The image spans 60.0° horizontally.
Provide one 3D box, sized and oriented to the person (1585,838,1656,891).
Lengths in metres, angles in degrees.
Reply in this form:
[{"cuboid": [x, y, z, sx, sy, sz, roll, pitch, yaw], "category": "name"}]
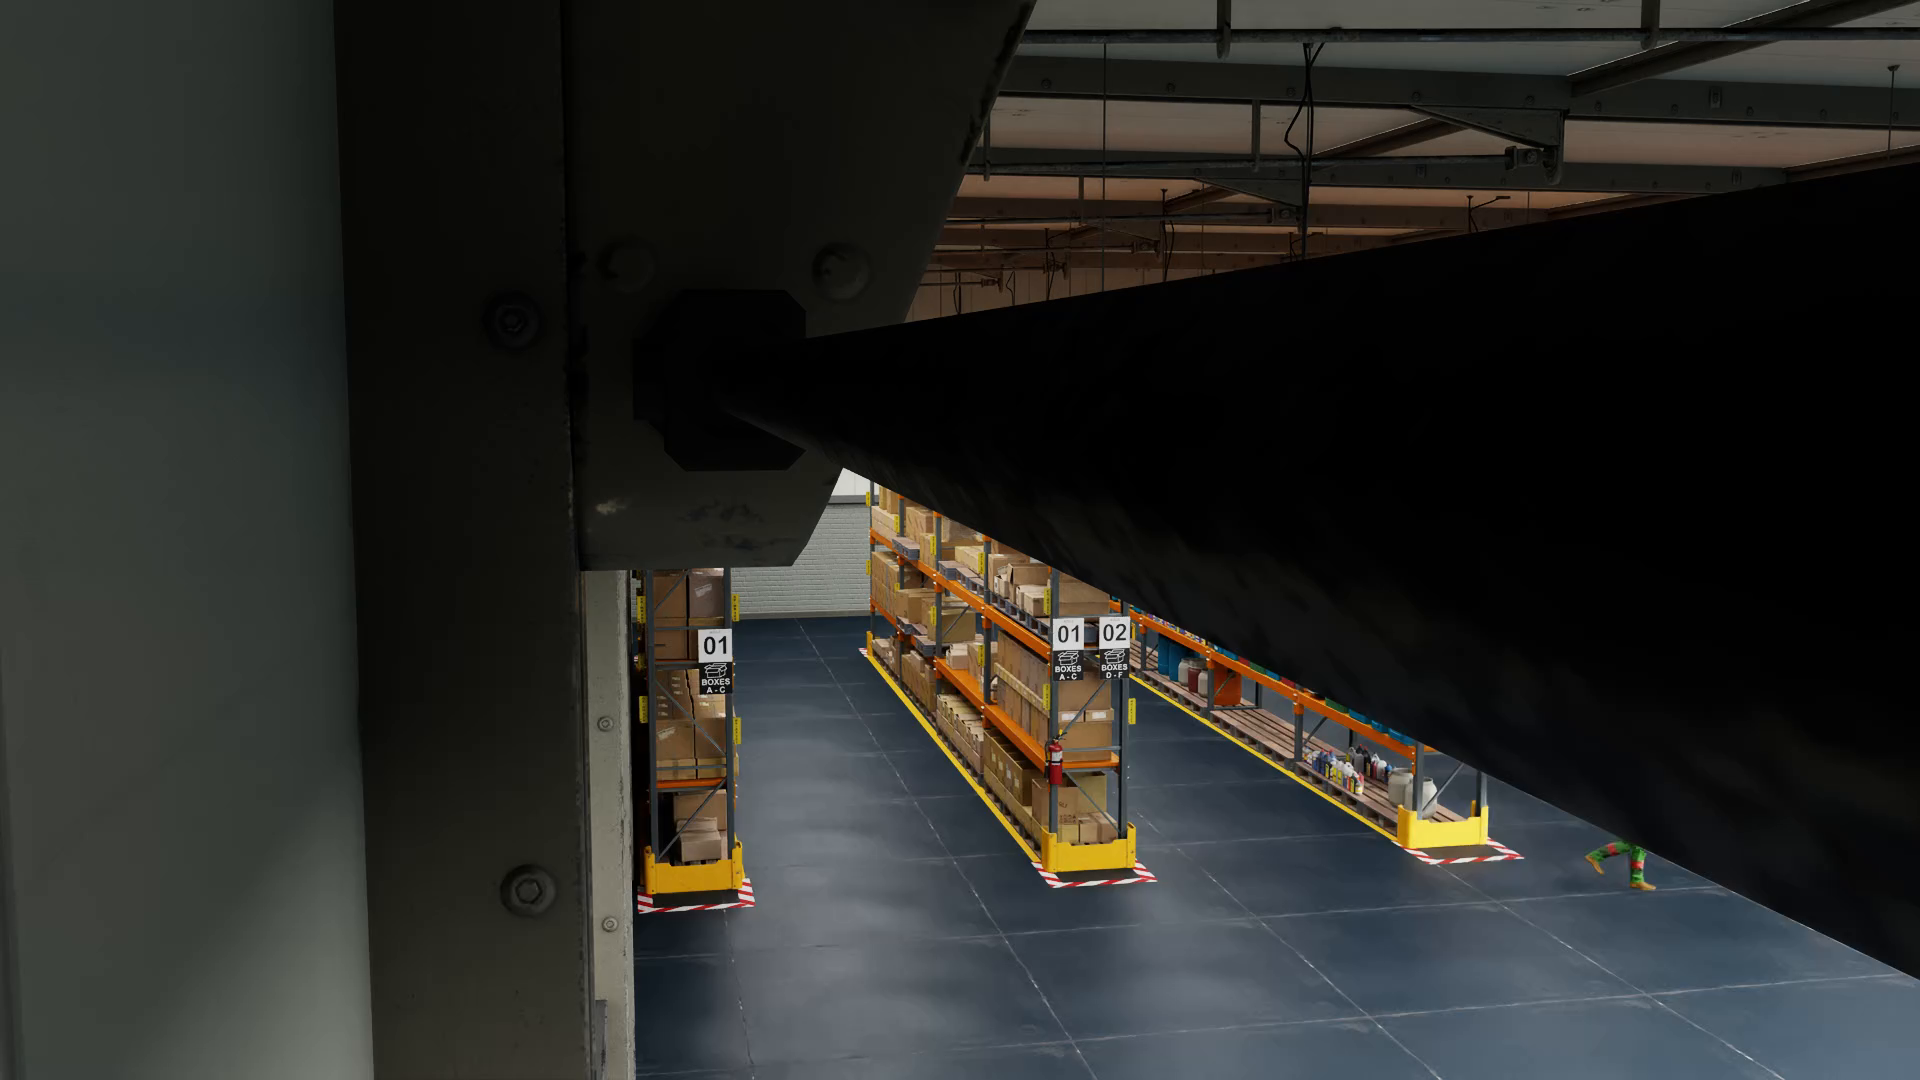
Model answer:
[{"cuboid": [8.057, 3.349, 20.221, 0.816, 1.779, 0.646, 2, 6, 21], "category": "person"}]
